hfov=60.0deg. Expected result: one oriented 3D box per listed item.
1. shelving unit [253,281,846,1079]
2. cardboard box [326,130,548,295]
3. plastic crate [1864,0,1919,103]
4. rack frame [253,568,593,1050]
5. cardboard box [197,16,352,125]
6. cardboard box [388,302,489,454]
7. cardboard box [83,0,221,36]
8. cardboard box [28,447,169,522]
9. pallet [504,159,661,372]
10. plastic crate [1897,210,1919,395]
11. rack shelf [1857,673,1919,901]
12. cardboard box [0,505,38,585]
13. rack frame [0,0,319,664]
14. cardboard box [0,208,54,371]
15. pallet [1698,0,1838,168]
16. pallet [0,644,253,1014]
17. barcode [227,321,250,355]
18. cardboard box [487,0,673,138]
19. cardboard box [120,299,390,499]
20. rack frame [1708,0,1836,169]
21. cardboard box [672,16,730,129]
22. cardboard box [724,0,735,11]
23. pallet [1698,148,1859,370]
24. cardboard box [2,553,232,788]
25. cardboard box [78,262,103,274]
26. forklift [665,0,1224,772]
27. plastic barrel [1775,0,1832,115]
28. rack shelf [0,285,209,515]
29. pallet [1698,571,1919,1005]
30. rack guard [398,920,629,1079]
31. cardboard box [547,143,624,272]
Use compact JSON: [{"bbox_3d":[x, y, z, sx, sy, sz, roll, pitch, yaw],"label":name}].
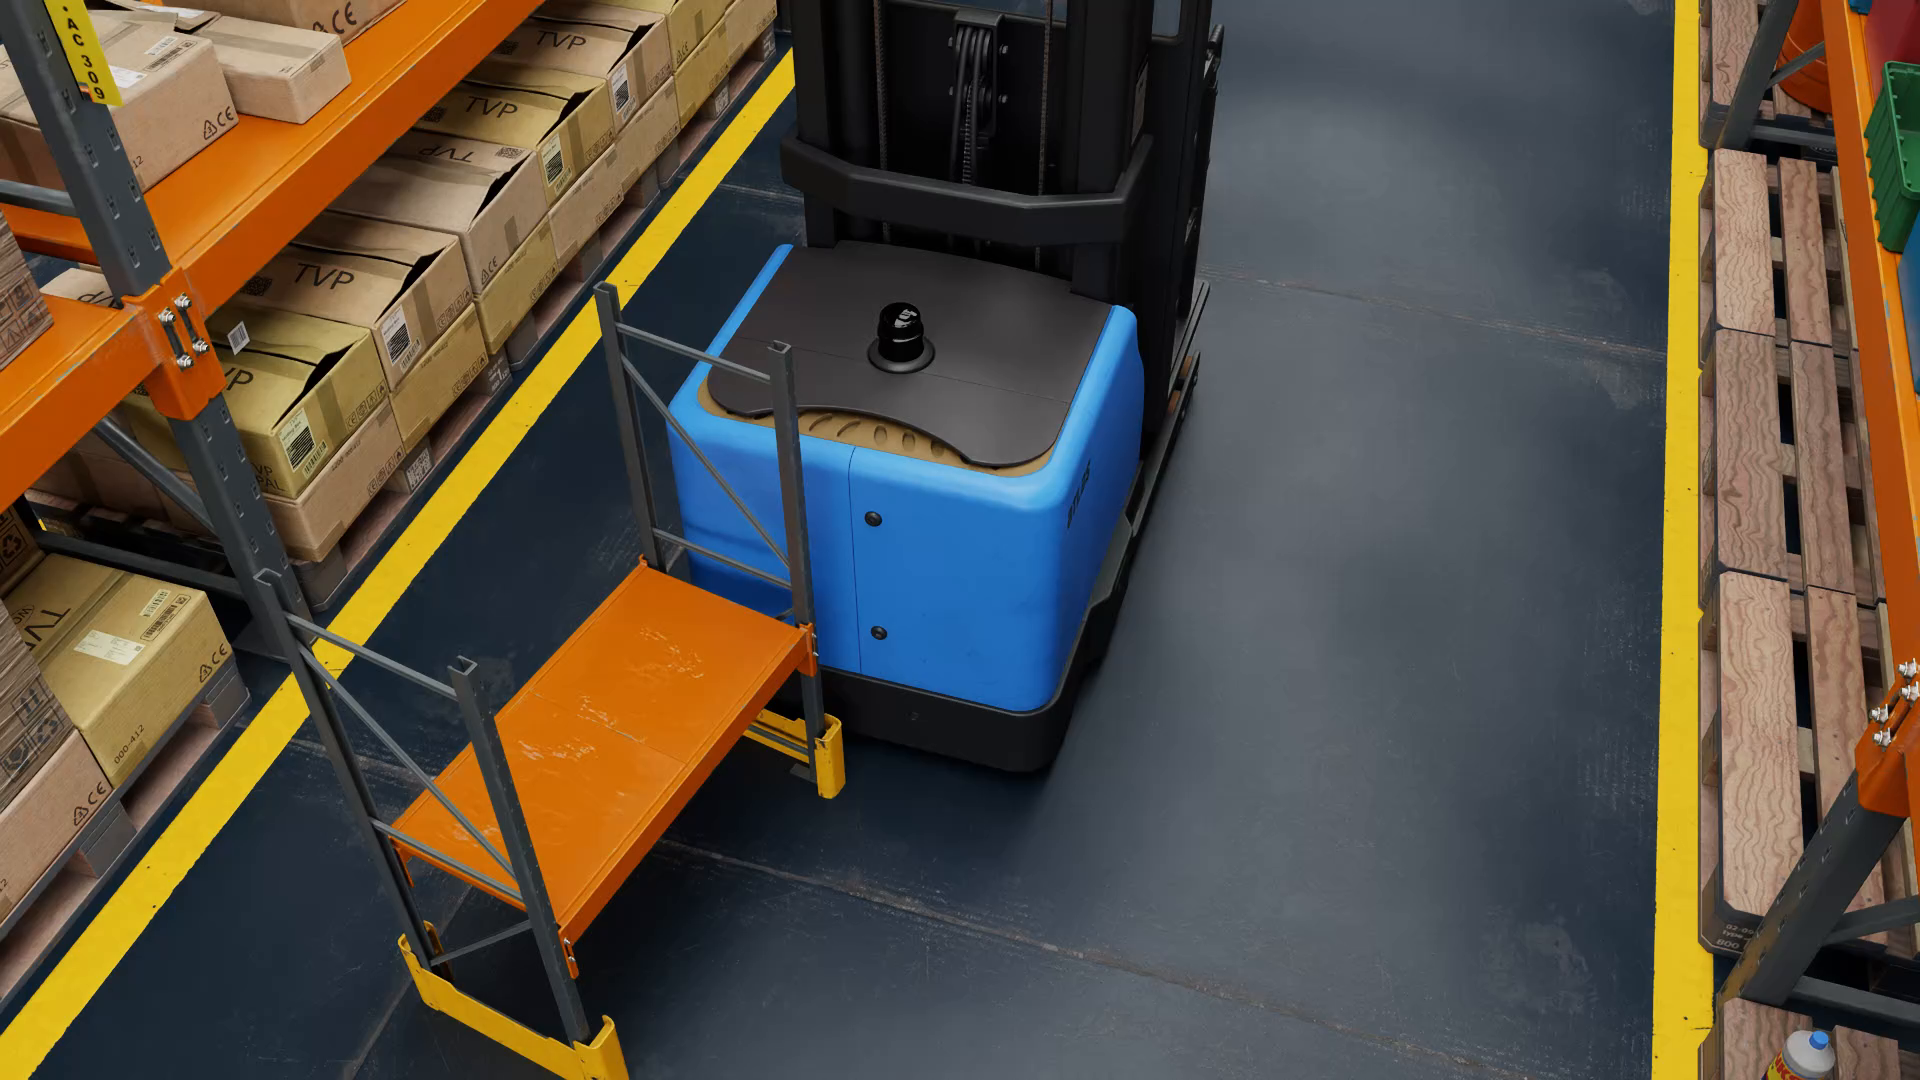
[{"bbox_3d":[-0.820,0.359,3.811,0.587,1.500,1.083,21,48,20],"label":"shelving unit"},{"bbox_3d":[-1.727,-1.119,5.513,0.500,0.311,0.500,11,45,11],"label":"cardboard box"},{"bbox_3d":[2.748,-1.476,4.568,0.402,0.464,0.583,13,46,13],"label":"plastic crate"},{"bbox_3d":[-1.064,0.678,3.485,0.500,1.500,0.032,21,48,20],"label":"rack frame"},{"bbox_3d":[-1.938,-1.308,4.622,0.380,0.149,0.250,13,46,13],"label":"cardboard box"},{"bbox_3d":[-1.887,-0.575,5.358,0.500,0.250,0.500,14,46,14],"label":"cardboard box"},{"bbox_3d":[-2.310,-1.428,4.660,0.396,0.266,0.258,12,46,12],"label":"cardboard box"},{"bbox_3d":[-2.552,-0.356,5.135,0.500,0.250,0.500,12,46,12],"label":"cardboard box"},{"bbox_3d":[-1.848,-1.169,6.294,1.003,0.211,1.213,13,46,13],"label":"pallet"},{"bbox_3d":[2.356,-0.594,3.724,0.392,0.384,0.575,13,46,13],"label":"plastic crate"},{"bbox_3d":[1.712,1.791,1.789,1.077,0.370,4.000,13,46,13],"label":"rack shelf"},{"bbox_3d":[-2.840,-0.043,4.279,0.500,0.500,0.500,13,46,13],"label":"cardboard box"},{"bbox_3d":[-2.401,-0.851,3.975,1.000,3.000,0.127,13,46,13],"label":"rack frame"},{"bbox_3d":[-2.530,-0.589,3.636,0.700,0.500,0.500,11,46,11],"label":"cardboard box"},{"bbox_3d":[3.729,-2.003,7.146,1.003,0.211,1.213,13,46,13],"label":"pallet"},{"bbox_3d":[-2.682,0.667,4.417,1.003,0.211,1.213,13,46,13],"label":"pallet"},{"bbox_3d":[-1.927,-0.539,4.443,0.001,0.075,0.075,13,46,13],"label":"barcode"},{"bbox_3d":[-1.421,-1.800,6.209,0.500,0.311,0.500,12,46,12],"label":"cardboard box"},{"bbox_3d":[-2.039,-0.441,4.821,0.500,0.311,0.500,13,46,13],"label":"cardboard box"},{"bbox_3d":[3.529,-2.465,5.625,1.000,3.000,0.127,13,46,13],"label":"rack frame"},{"bbox_3d":[-1.270,-1.938,6.751,0.500,0.250,0.500,12,46,12],"label":"cardboard box"},{"bbox_3d":[-1.114,-2.483,6.908,0.500,0.311,0.500,14,46,14],"label":"cardboard box"},{"bbox_3d":[3.258,-0.960,6.081,1.003,0.211,1.213,13,46,13],"label":"pallet"},{"bbox_3d":[-2.334,0.337,4.426,0.500,0.250,0.500,13,46,13],"label":"cardboard box"},{"bbox_3d":[-2.401,-0.897,5.287,0.500,0.311,0.500,14,46,14],"label":"cardboard box"},{"bbox_3d":[0.190,-1.468,4.654,1.130,2.935,3.031,12,46,12],"label":"forklift"},{"bbox_3d":[3.661,-2.169,6.574,0.600,0.830,0.708,13,46,13],"label":"plastic barrel"},{"bbox_3d":[-3.007,0.740,2.864,1.077,0.370,4.000,13,46,13],"label":"rack shelf"},{"bbox_3d":[2.519,0.666,4.418,1.003,0.211,1.213,13,46,13],"label":"pallet"},{"bbox_3d":[-1.055,1.113,3.934,0.587,0.250,0.087,21,48,20],"label":"rack guard"},{"bbox_3d":[-1.578,-1.259,6.058,0.500,0.250,0.500,13,46,13],"label":"cardboard box"}]
